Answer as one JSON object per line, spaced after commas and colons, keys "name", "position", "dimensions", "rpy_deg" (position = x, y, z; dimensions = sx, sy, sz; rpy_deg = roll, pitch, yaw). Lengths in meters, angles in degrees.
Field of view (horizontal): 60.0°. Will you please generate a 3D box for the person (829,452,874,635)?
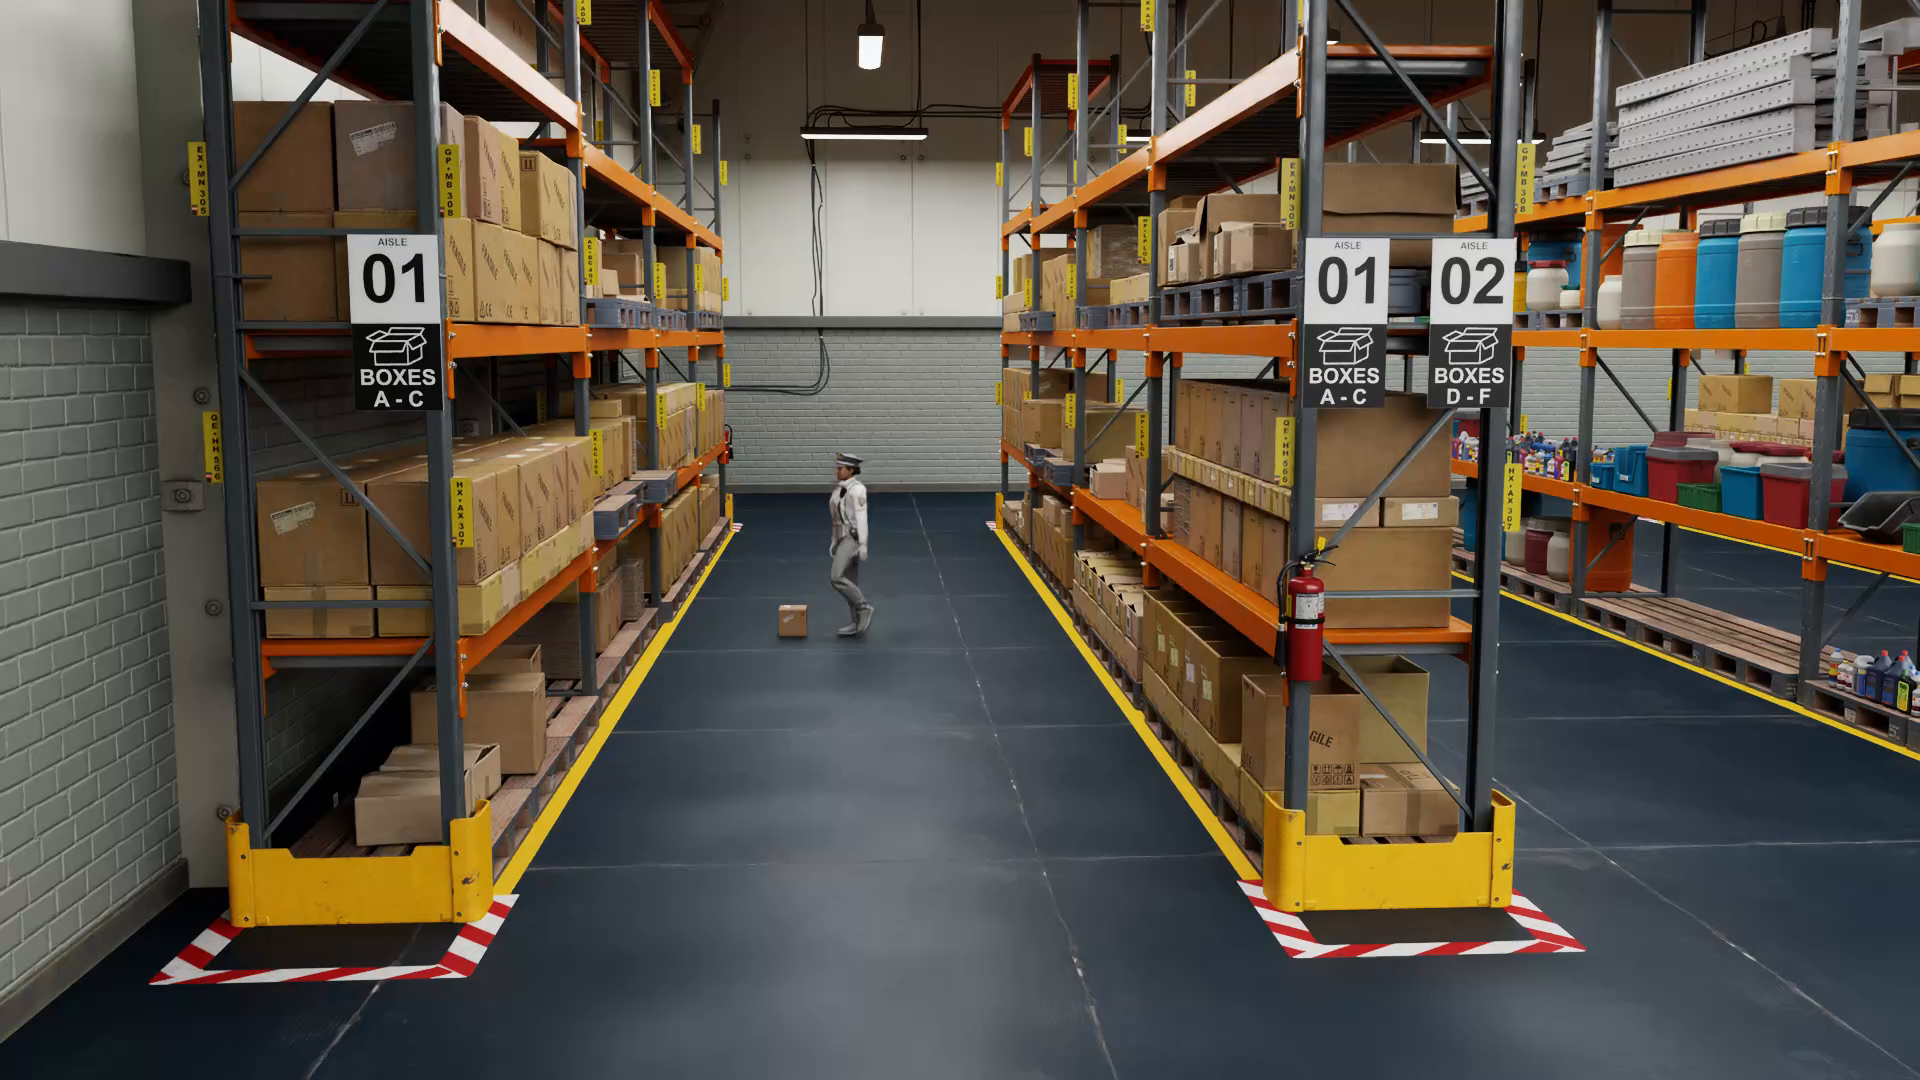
{"name": "person", "position": [-1.058, 0.031, 15.304], "dimensions": [0.418, 1.681, 0.543], "rpy_deg": [-3, 8, -24]}
